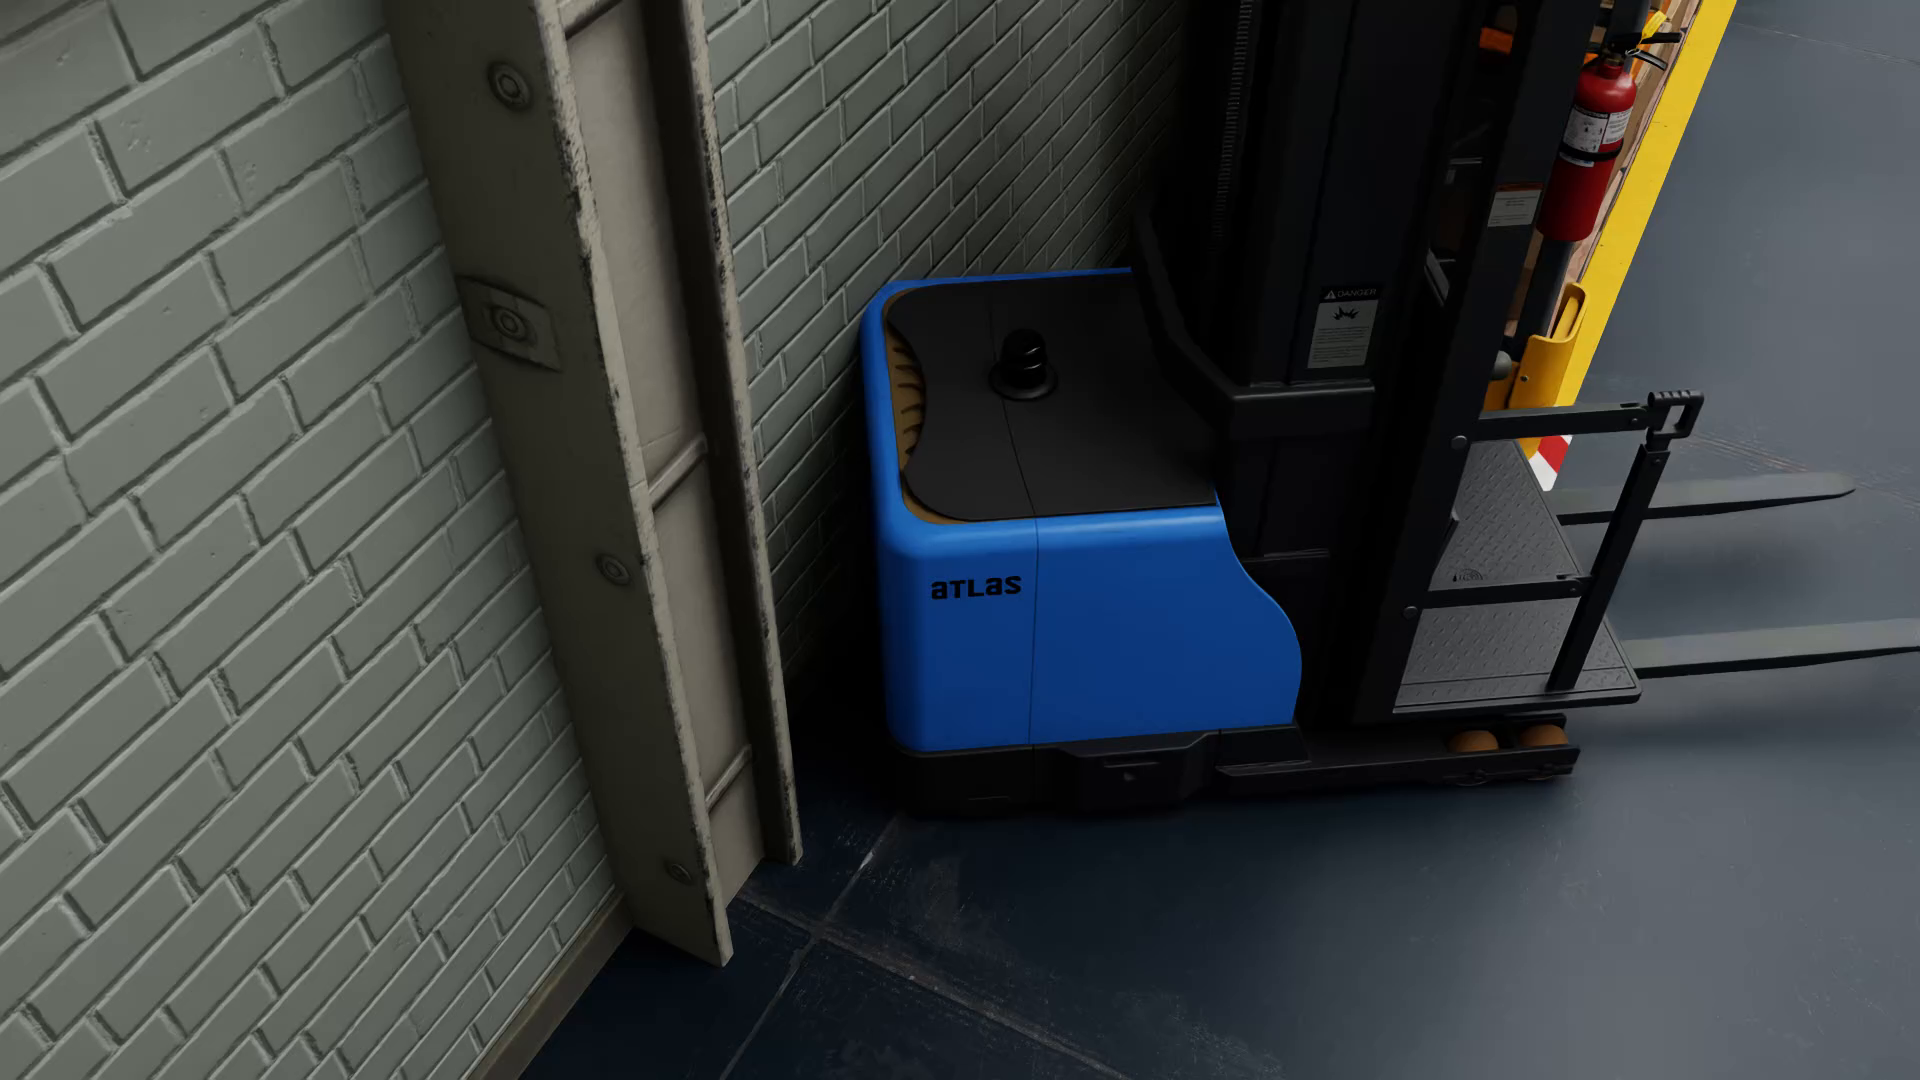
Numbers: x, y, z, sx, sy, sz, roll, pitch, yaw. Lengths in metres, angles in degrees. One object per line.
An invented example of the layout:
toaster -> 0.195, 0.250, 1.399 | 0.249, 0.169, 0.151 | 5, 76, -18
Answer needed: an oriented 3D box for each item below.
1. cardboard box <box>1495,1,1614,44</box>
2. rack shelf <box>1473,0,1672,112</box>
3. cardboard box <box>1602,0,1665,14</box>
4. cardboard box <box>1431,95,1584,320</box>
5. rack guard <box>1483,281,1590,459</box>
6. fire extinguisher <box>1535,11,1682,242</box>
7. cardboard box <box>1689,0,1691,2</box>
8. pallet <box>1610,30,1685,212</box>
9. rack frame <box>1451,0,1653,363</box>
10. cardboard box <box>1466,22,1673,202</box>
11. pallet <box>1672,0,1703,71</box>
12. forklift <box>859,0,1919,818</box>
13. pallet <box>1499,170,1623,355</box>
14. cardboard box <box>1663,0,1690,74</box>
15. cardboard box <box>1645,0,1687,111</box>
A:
cardboard box -> 1.804, -1.581, 4.880 | 0.380, 0.149, 0.250 | 20, 49, 19
rack shelf -> 2.337, -2.559, 6.176 | 1.077, 0.370, 4.000 | 20, 49, 19
cardboard box -> 1.858, -1.801, 4.817 | 0.500, 0.250, 0.500 | 21, 49, 19
cardboard box -> 1.776, -1.176, 5.764 | 0.797, 0.503, 0.637 | 19, 48, 18
rack guard -> 1.444, -0.722, 5.612 | 1.175, 0.500, 0.348 | 20, 49, 19
fire extinguisher -> 1.749, -1.149, 4.593 | 0.296, 0.674, 0.183 | 20, 49, 19
cardboard box -> 3.101, -2.586, 7.324 | 0.396, 0.266, 0.258 | 22, 49, 20
pallet -> 2.380, -1.888, 6.968 | 1.003, 0.211, 1.213 | 20, 49, 19
rack frame -> 1.408, -1.552, 4.675 | 1.000, 3.000, 0.127 | 20, 49, 19
cardboard box -> 2.207, -1.701, 6.284 | 0.700, 0.500, 0.500 | 22, 49, 21
pallet -> 2.945, -2.660, 7.730 | 1.003, 0.211, 1.213 | 20, 49, 19
forklift -> 1.265, -0.727, 3.907 | 3.031, 2.935, 1.130 | -4, 45, -4
pallet -> 1.813, -1.122, 6.211 | 1.003, 0.211, 1.213 | 20, 49, 19
cardboard box -> 2.689, -2.355, 6.931 | 0.700, 0.500, 0.500 | 19, 48, 18
cardboard box -> 2.541, -2.001, 6.581 | 0.500, 0.500, 0.500 | 21, 49, 20
